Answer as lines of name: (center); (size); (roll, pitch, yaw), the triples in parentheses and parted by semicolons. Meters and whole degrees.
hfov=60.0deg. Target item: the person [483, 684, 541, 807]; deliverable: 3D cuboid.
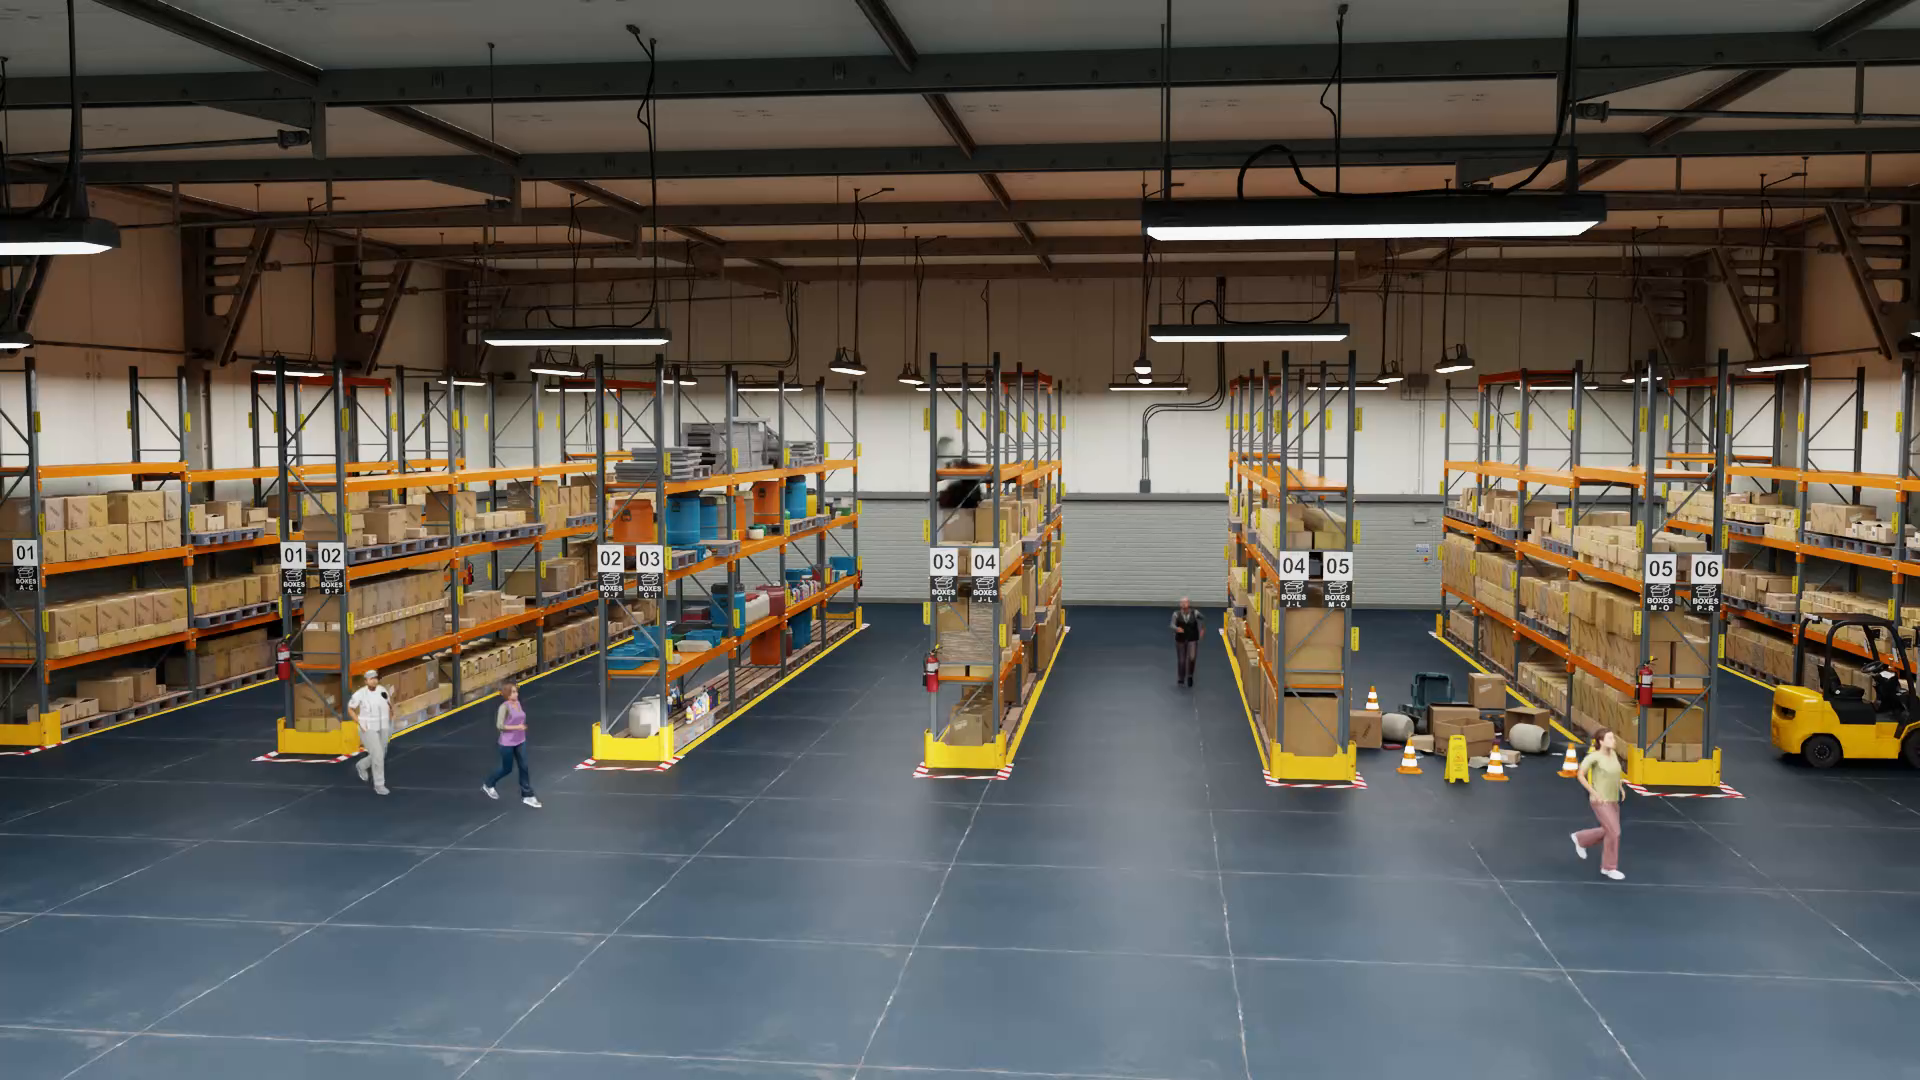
person: (-5.835, 2.656, 21.603); (0.878, 1.596, 0.537); (2, 4, 25)

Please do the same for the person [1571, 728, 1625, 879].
person: (7.095, 2.883, 18.475); (0.599, 1.640, 0.733); (-3, 5, -34)

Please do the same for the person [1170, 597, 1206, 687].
person: (4.289, 1.922, 31.369); (0.664, 1.697, 0.848); (1, 4, 11)

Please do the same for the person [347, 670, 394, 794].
person: (-7.999, 2.588, 22.641); (0.794, 1.672, 0.600); (3, 5, 38)
